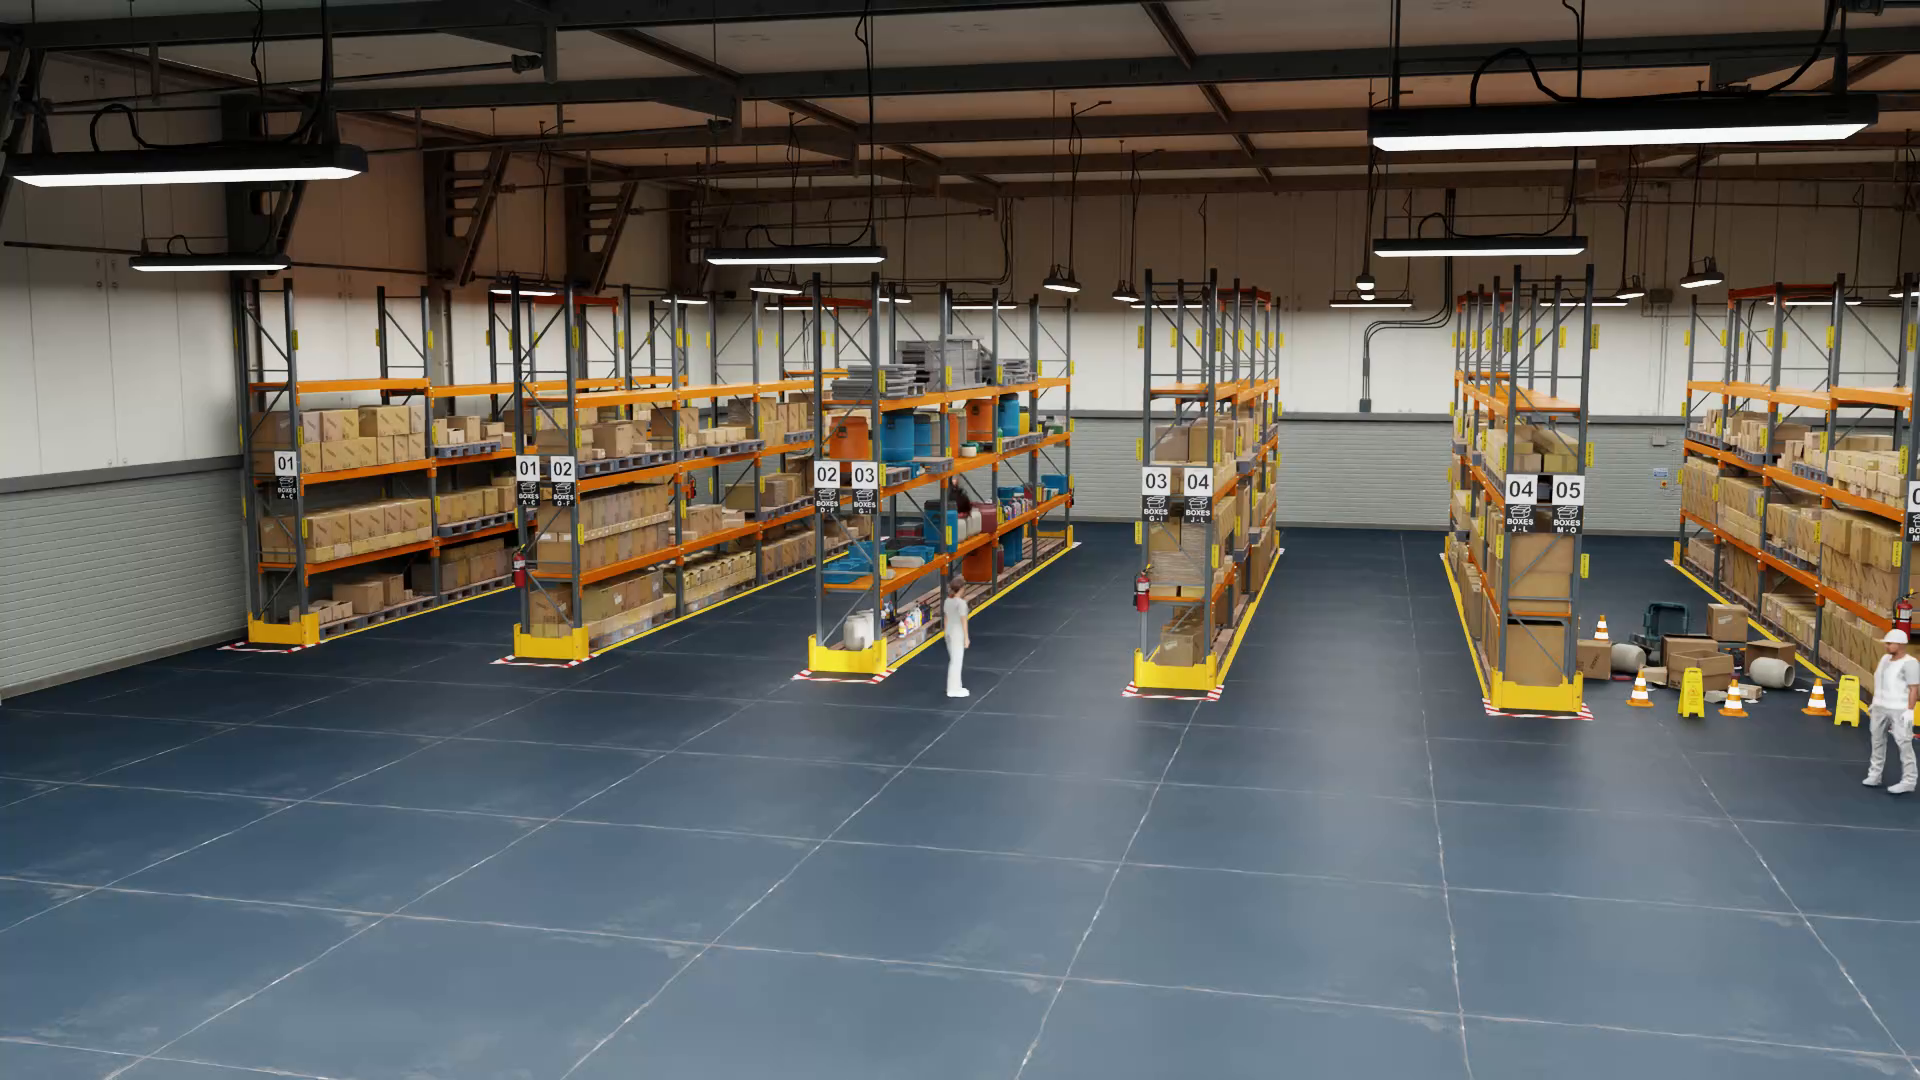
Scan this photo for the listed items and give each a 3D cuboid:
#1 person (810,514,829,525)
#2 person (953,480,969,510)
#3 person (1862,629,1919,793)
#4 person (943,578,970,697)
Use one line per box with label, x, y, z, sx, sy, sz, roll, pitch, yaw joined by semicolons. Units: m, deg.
person;-3.629;-0.951;42.935;0.535;1.606;0.952;2;7;16
person;-0.097;-0.532;39.130;0.680;1.763;0.829;2;7;18
person;10.437;1.887;18.617;0.443;1.784;0.634;-3;7;-22
person;0.003;1.379;23.489;0.452;1.691;0.504;-4;8;-29
